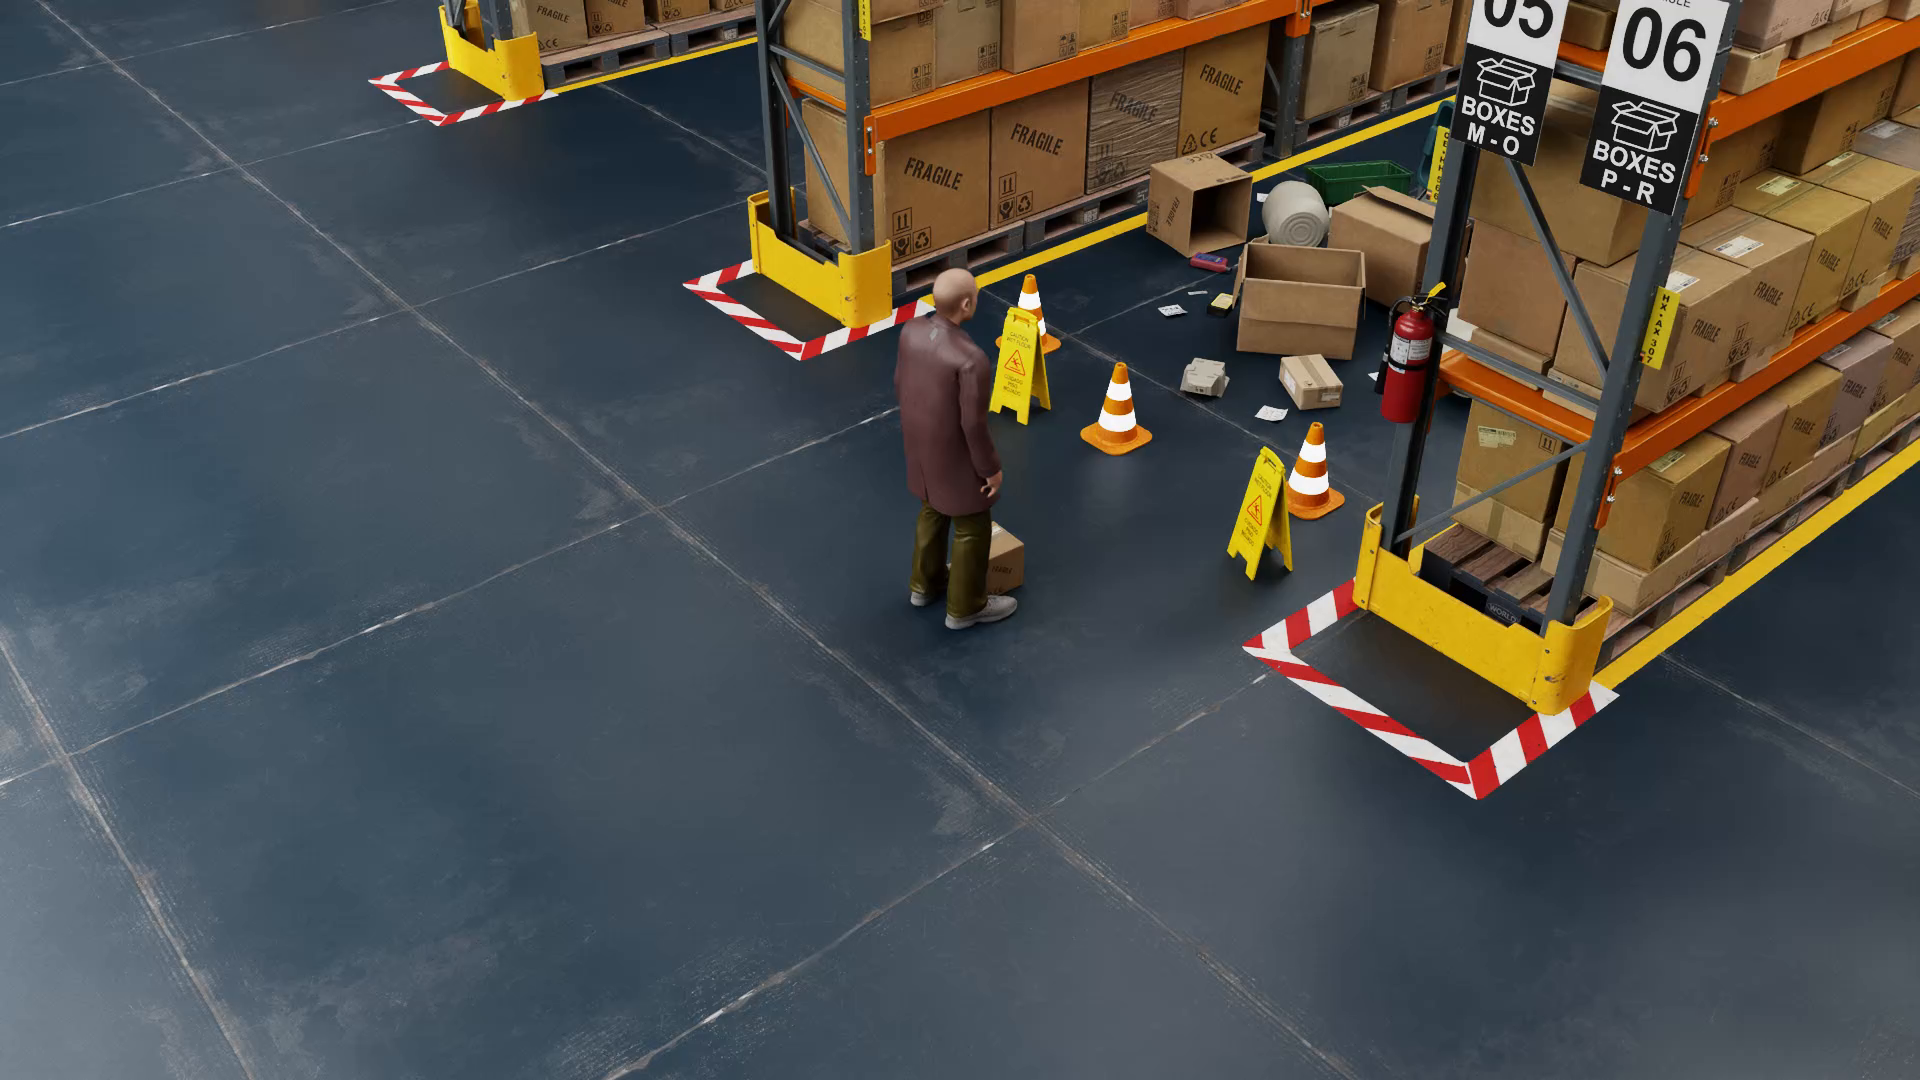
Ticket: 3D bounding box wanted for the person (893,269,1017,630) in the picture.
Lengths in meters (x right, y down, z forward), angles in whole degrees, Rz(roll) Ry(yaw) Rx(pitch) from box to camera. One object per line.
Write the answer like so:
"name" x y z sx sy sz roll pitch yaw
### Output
"person" -0.043 -0.418 7.681 0.427 1.774 0.644 -26 43 -31
